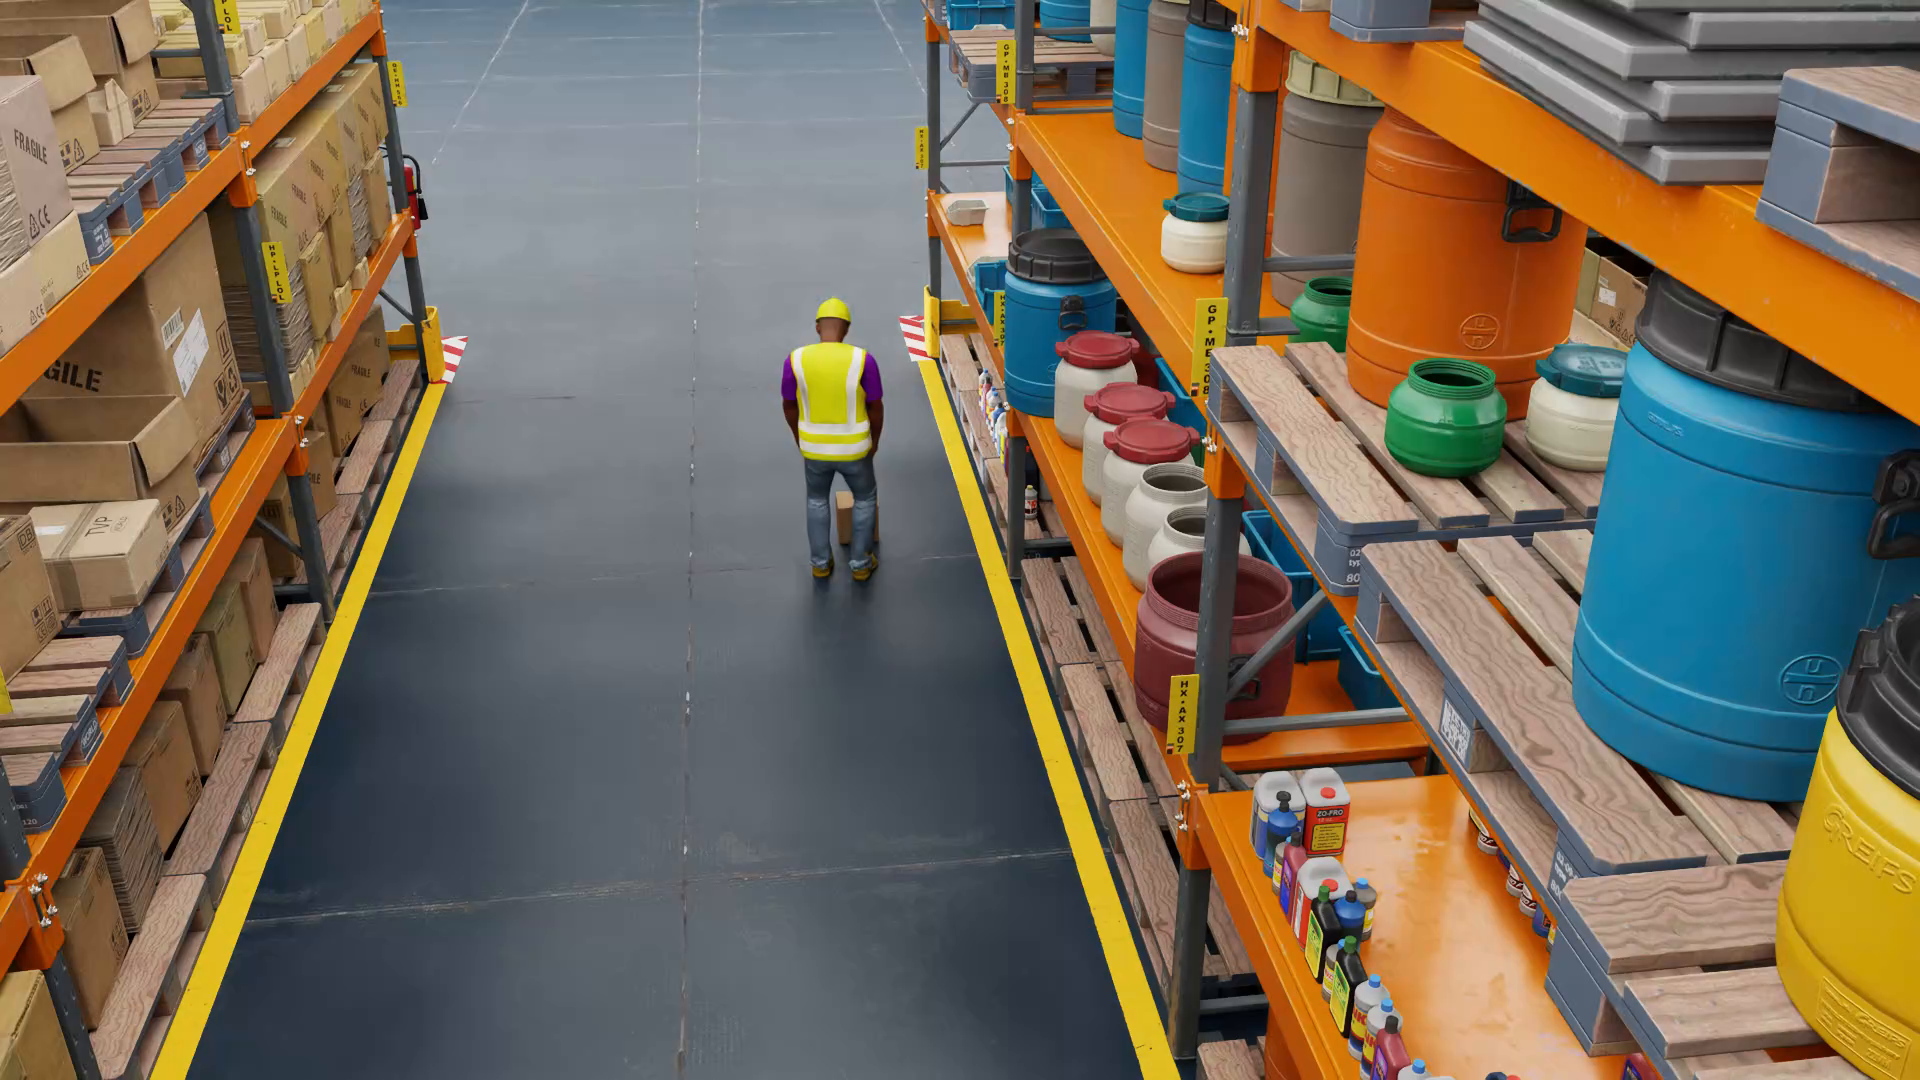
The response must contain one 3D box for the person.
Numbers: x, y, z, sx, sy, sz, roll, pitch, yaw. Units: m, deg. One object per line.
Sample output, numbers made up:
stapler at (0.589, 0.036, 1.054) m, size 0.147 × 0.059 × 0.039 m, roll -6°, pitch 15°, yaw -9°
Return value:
person at (-0.743, -0.579, 9.823) m, size 0.602 × 1.682 × 0.511 m, roll 4°, pitch 27°, yaw 7°
